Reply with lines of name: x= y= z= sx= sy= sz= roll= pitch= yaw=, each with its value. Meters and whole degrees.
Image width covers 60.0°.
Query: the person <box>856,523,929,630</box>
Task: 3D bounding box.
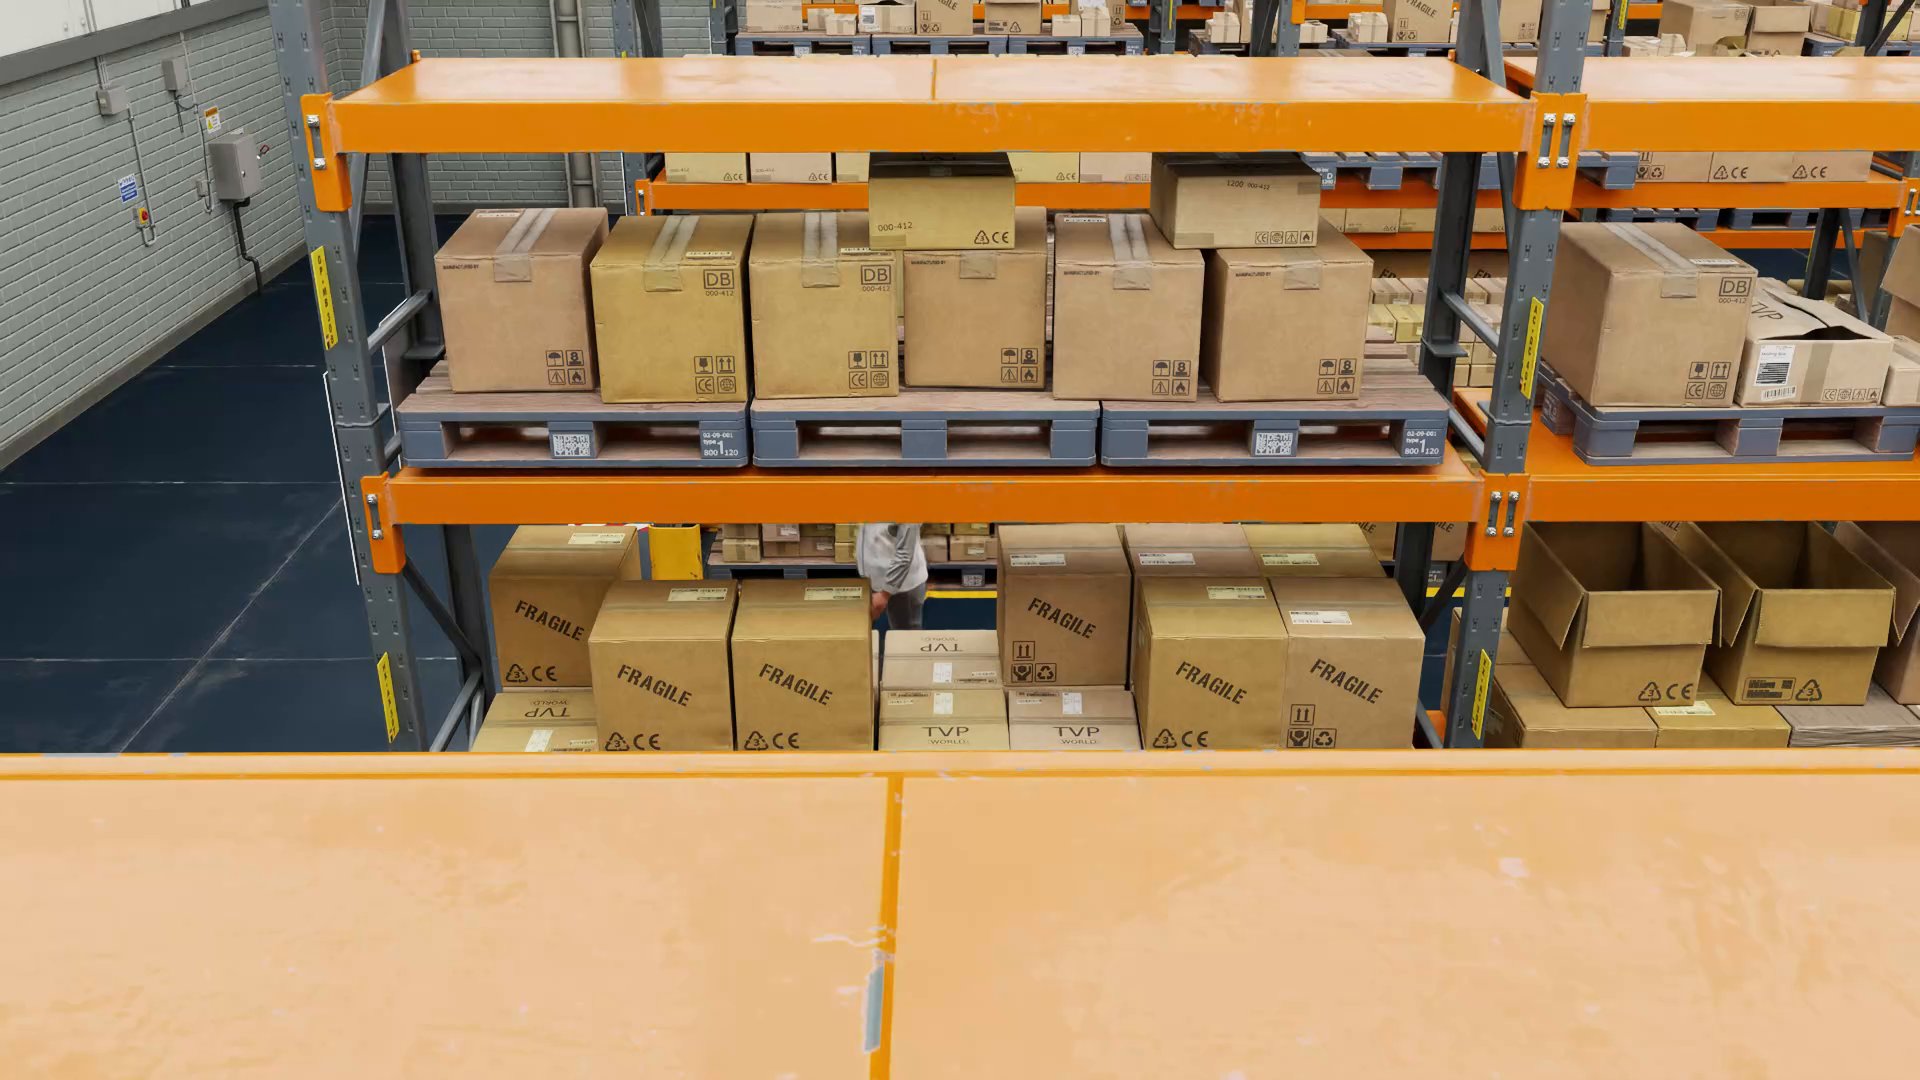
person: x=-0.414 y=0.258 z=9.522 sx=0.629 sy=1.832 sz=0.551 roll=-13 pitch=27 yaw=-28
